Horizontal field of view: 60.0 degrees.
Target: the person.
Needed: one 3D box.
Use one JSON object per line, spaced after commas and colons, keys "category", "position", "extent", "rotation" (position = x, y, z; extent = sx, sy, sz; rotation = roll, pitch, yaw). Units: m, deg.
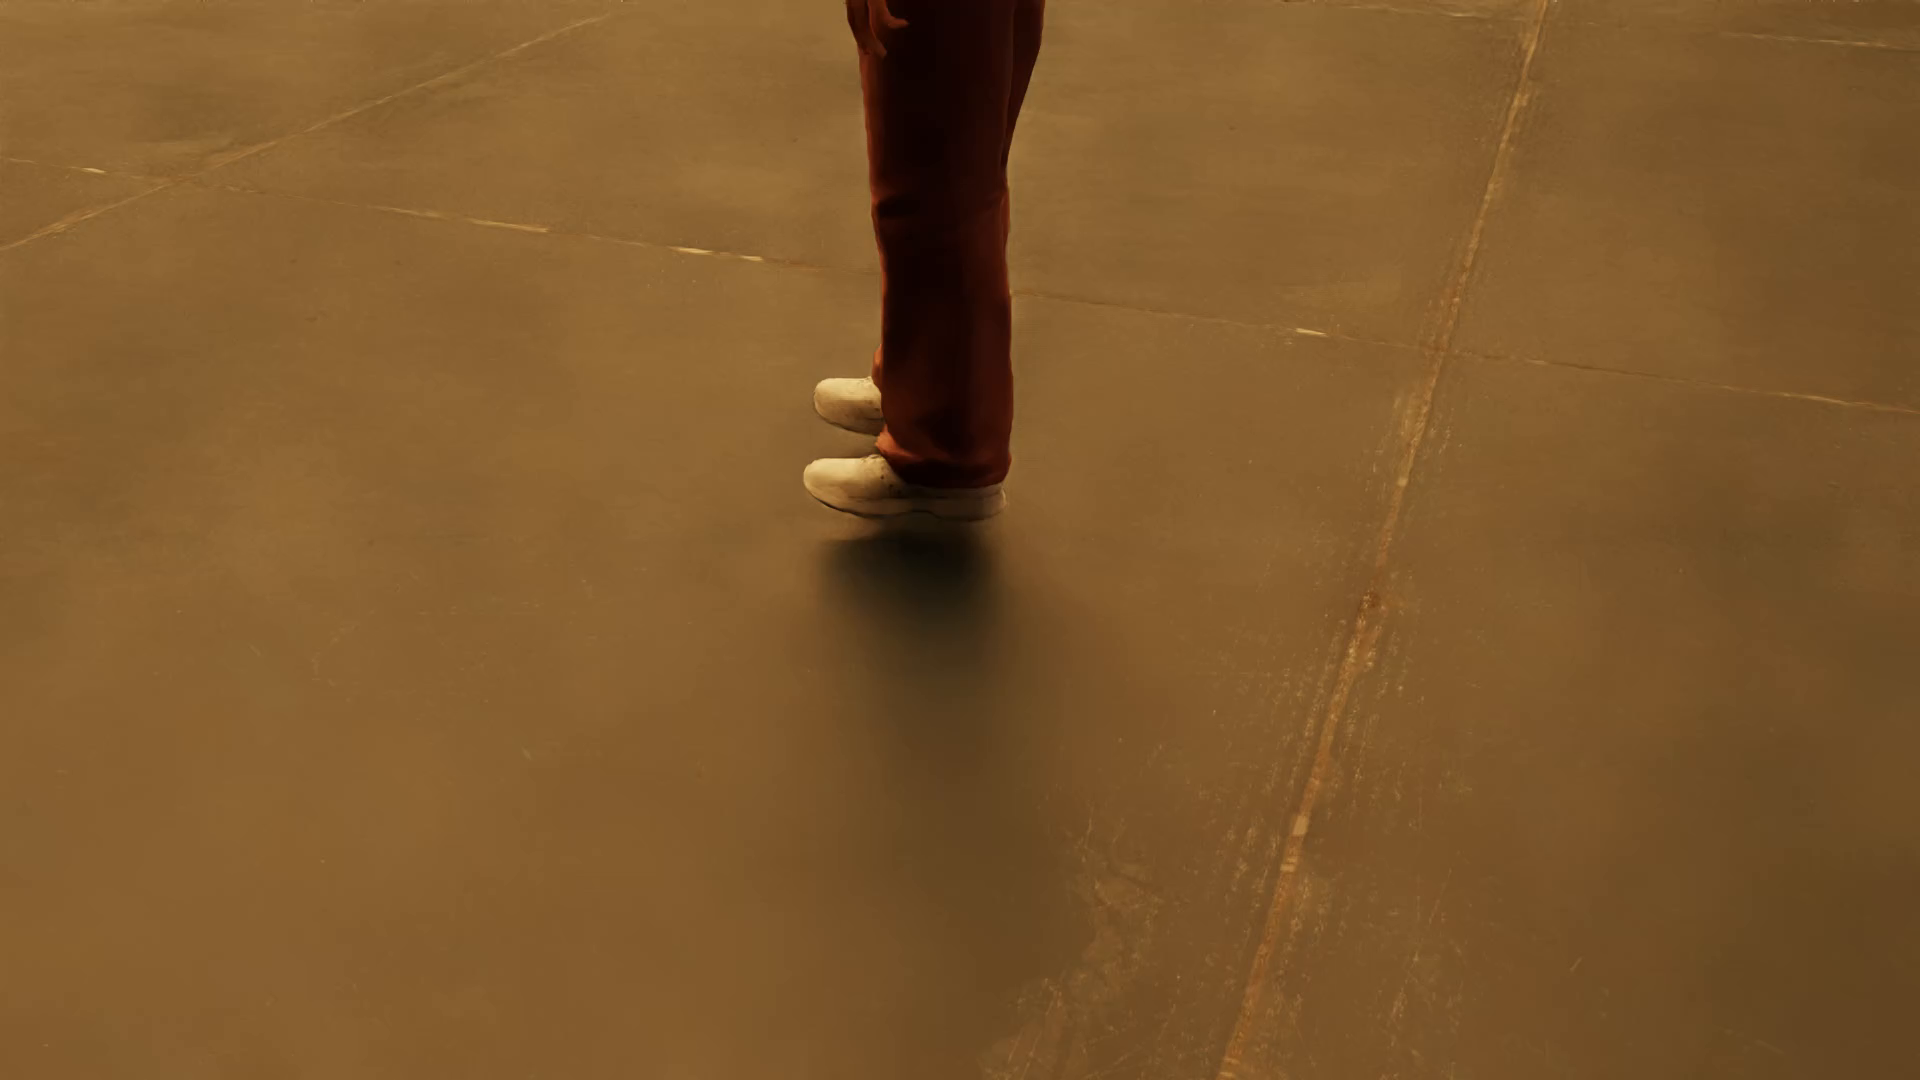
{"category": "person", "position": [-0.065, -0.787, 2.095], "extent": [0.549, 1.673, 0.554], "rotation": [10, 31, 18]}
